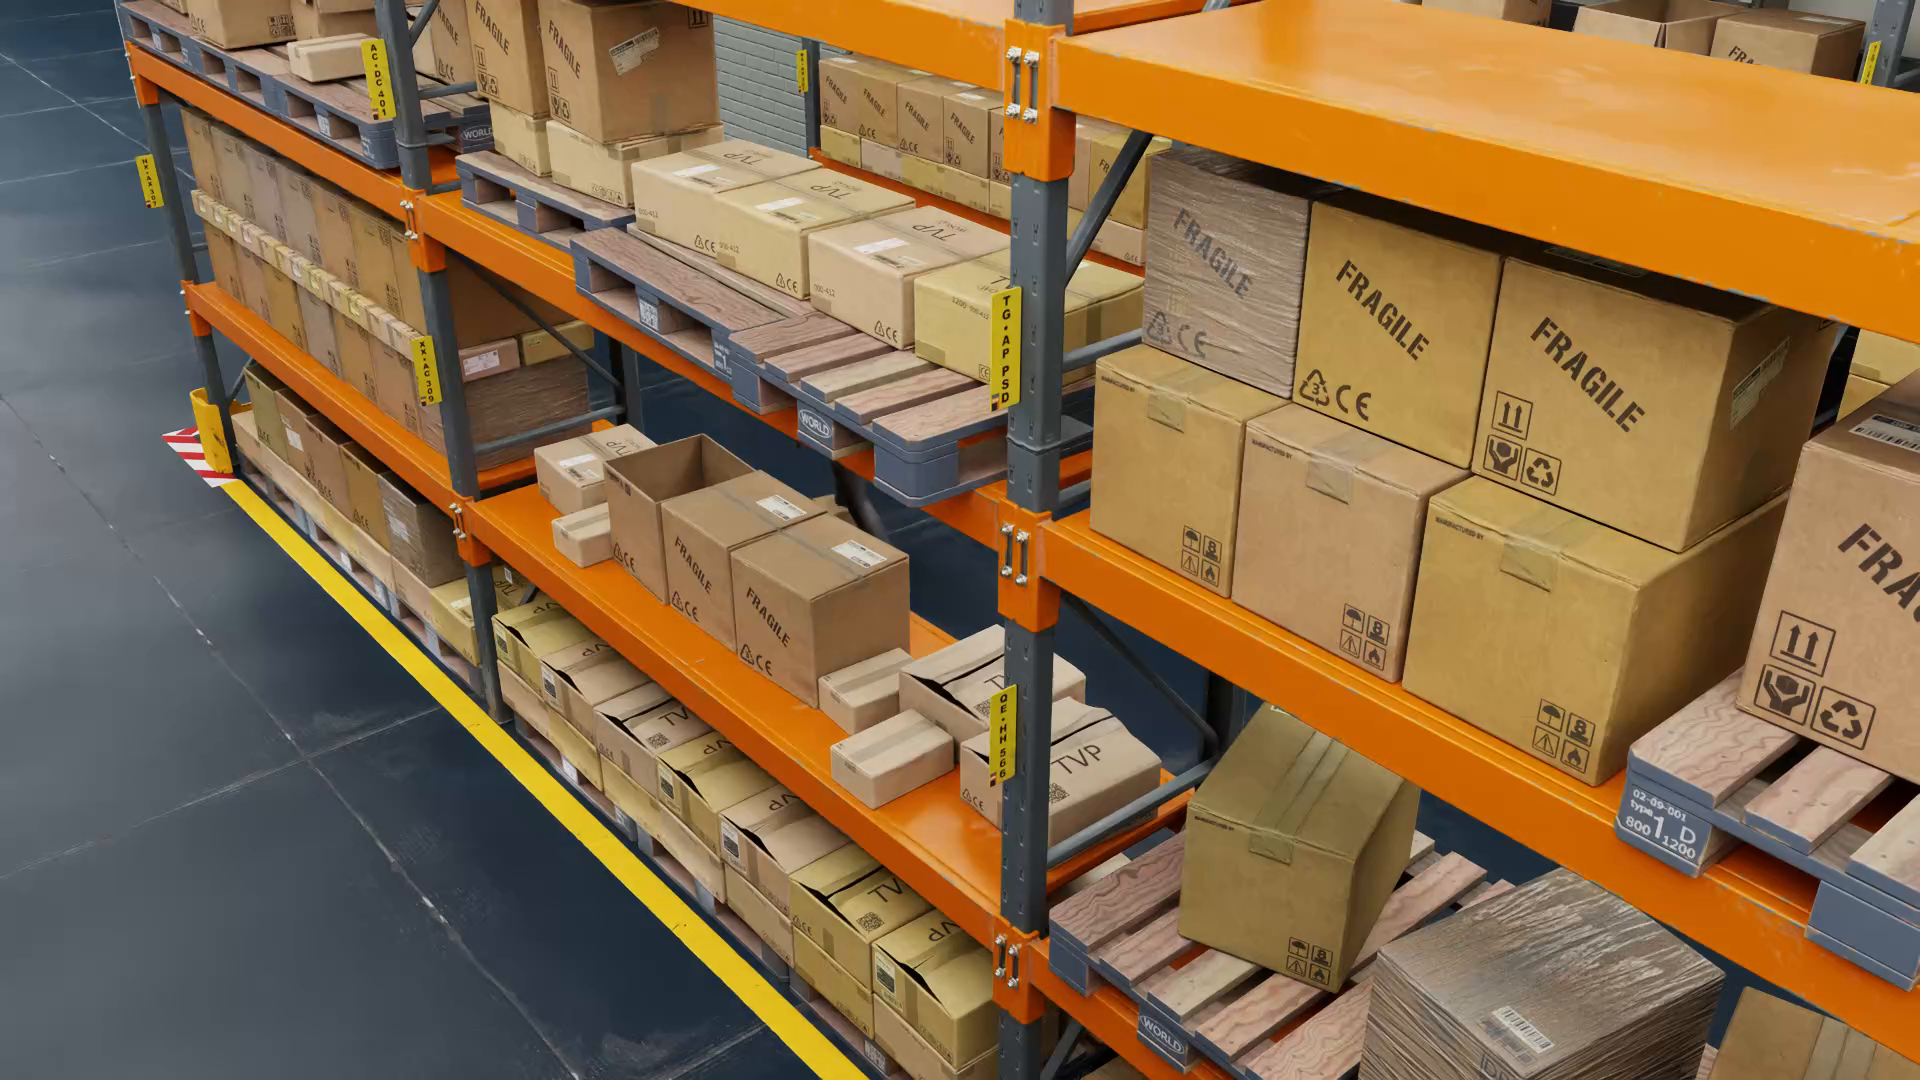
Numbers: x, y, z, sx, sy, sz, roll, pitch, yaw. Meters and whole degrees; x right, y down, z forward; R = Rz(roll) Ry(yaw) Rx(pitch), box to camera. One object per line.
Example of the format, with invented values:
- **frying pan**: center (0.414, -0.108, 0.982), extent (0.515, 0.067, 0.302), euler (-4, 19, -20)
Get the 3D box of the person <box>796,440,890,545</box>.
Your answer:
- **person**: center (-0.654, -0.616, 9.835), extent (0.927, 1.606, 0.552), euler (24, 37, 37)
